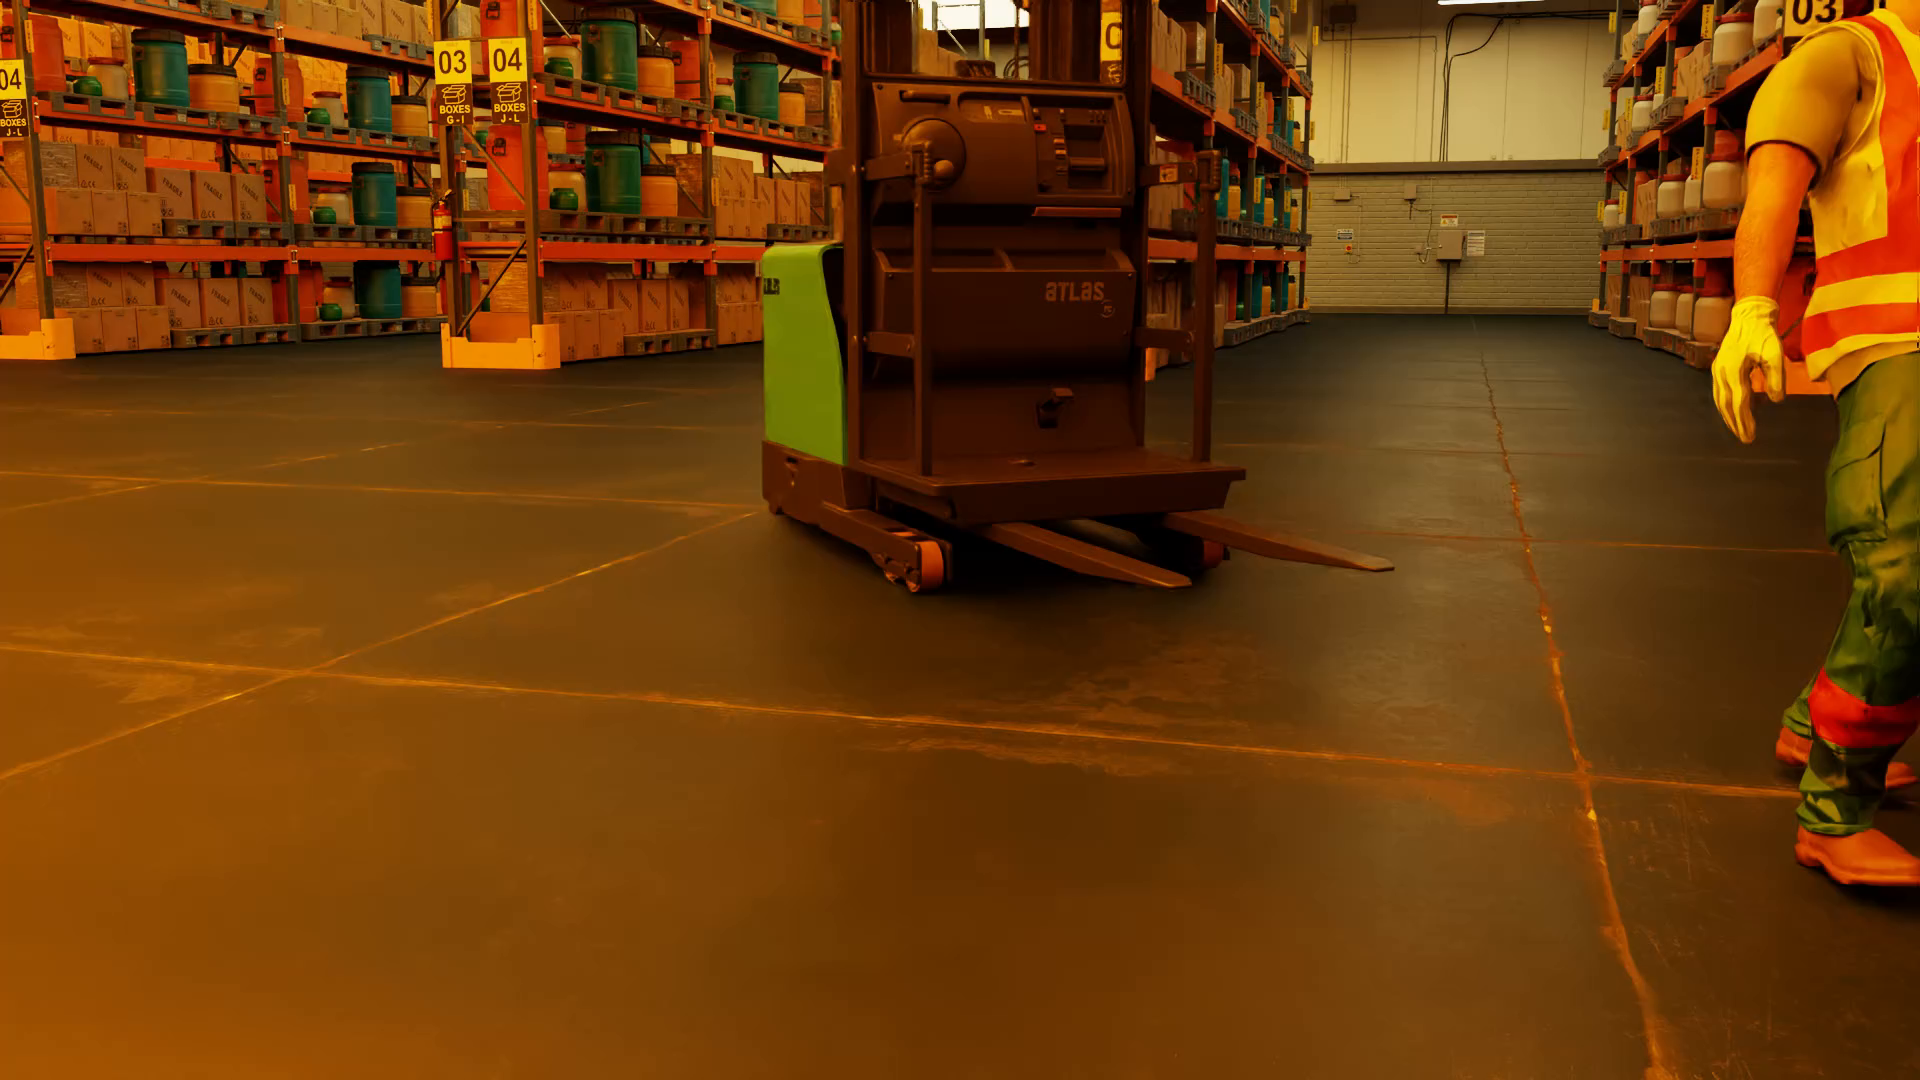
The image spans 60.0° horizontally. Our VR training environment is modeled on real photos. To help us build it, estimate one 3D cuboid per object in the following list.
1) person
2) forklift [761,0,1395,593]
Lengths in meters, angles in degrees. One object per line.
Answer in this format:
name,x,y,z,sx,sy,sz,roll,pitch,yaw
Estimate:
person,1.578,-0.282,2.711,0.773,1.678,0.867,-4,10,-24
forklift,0.239,-1.360,5.373,1.130,2.935,3.031,-4,10,-22
